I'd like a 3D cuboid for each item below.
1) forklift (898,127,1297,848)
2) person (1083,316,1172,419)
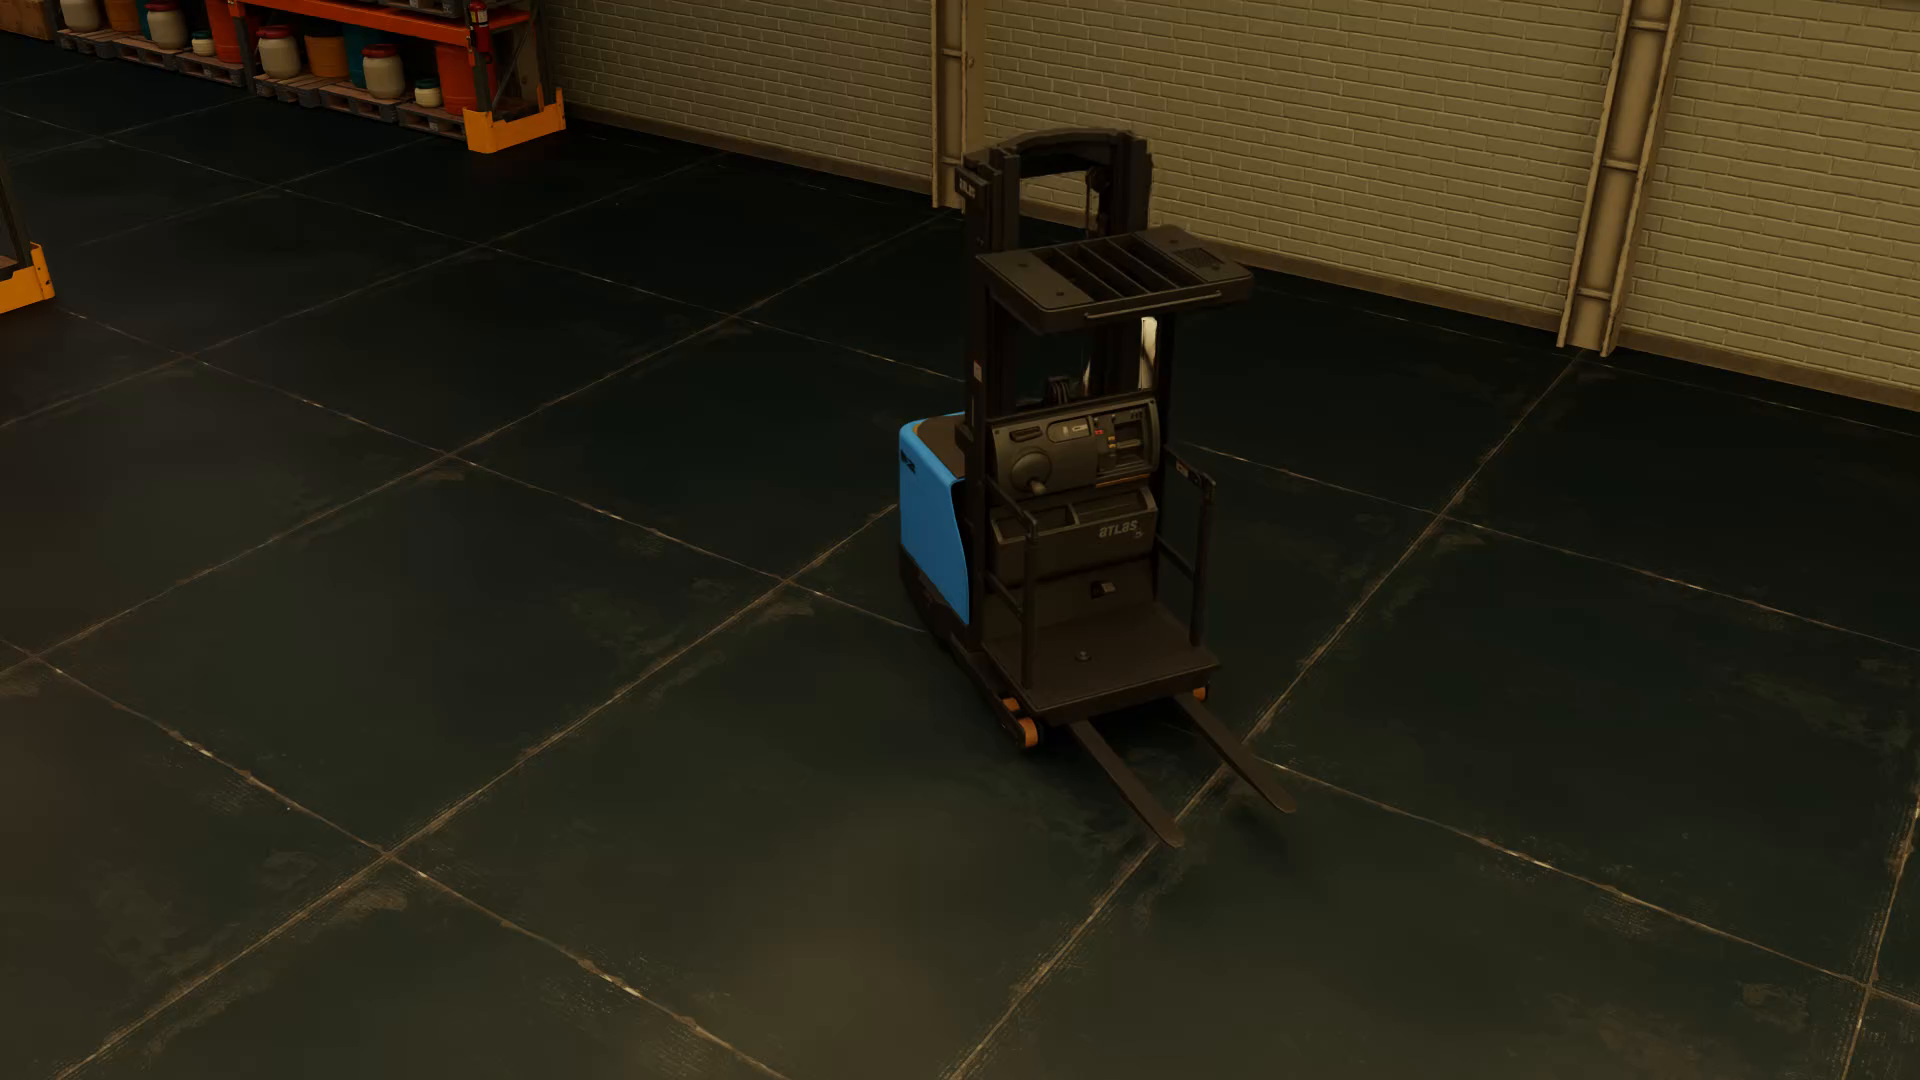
[{"bbox_3d":[0.685,-0.427,8.316,1.130,2.935,3.031,-12,32,-20],"label":"forklift"},{"bbox_3d":[1.006,-0.824,10.182,0.423,1.751,0.878,-21,36,-32],"label":"person"}]
